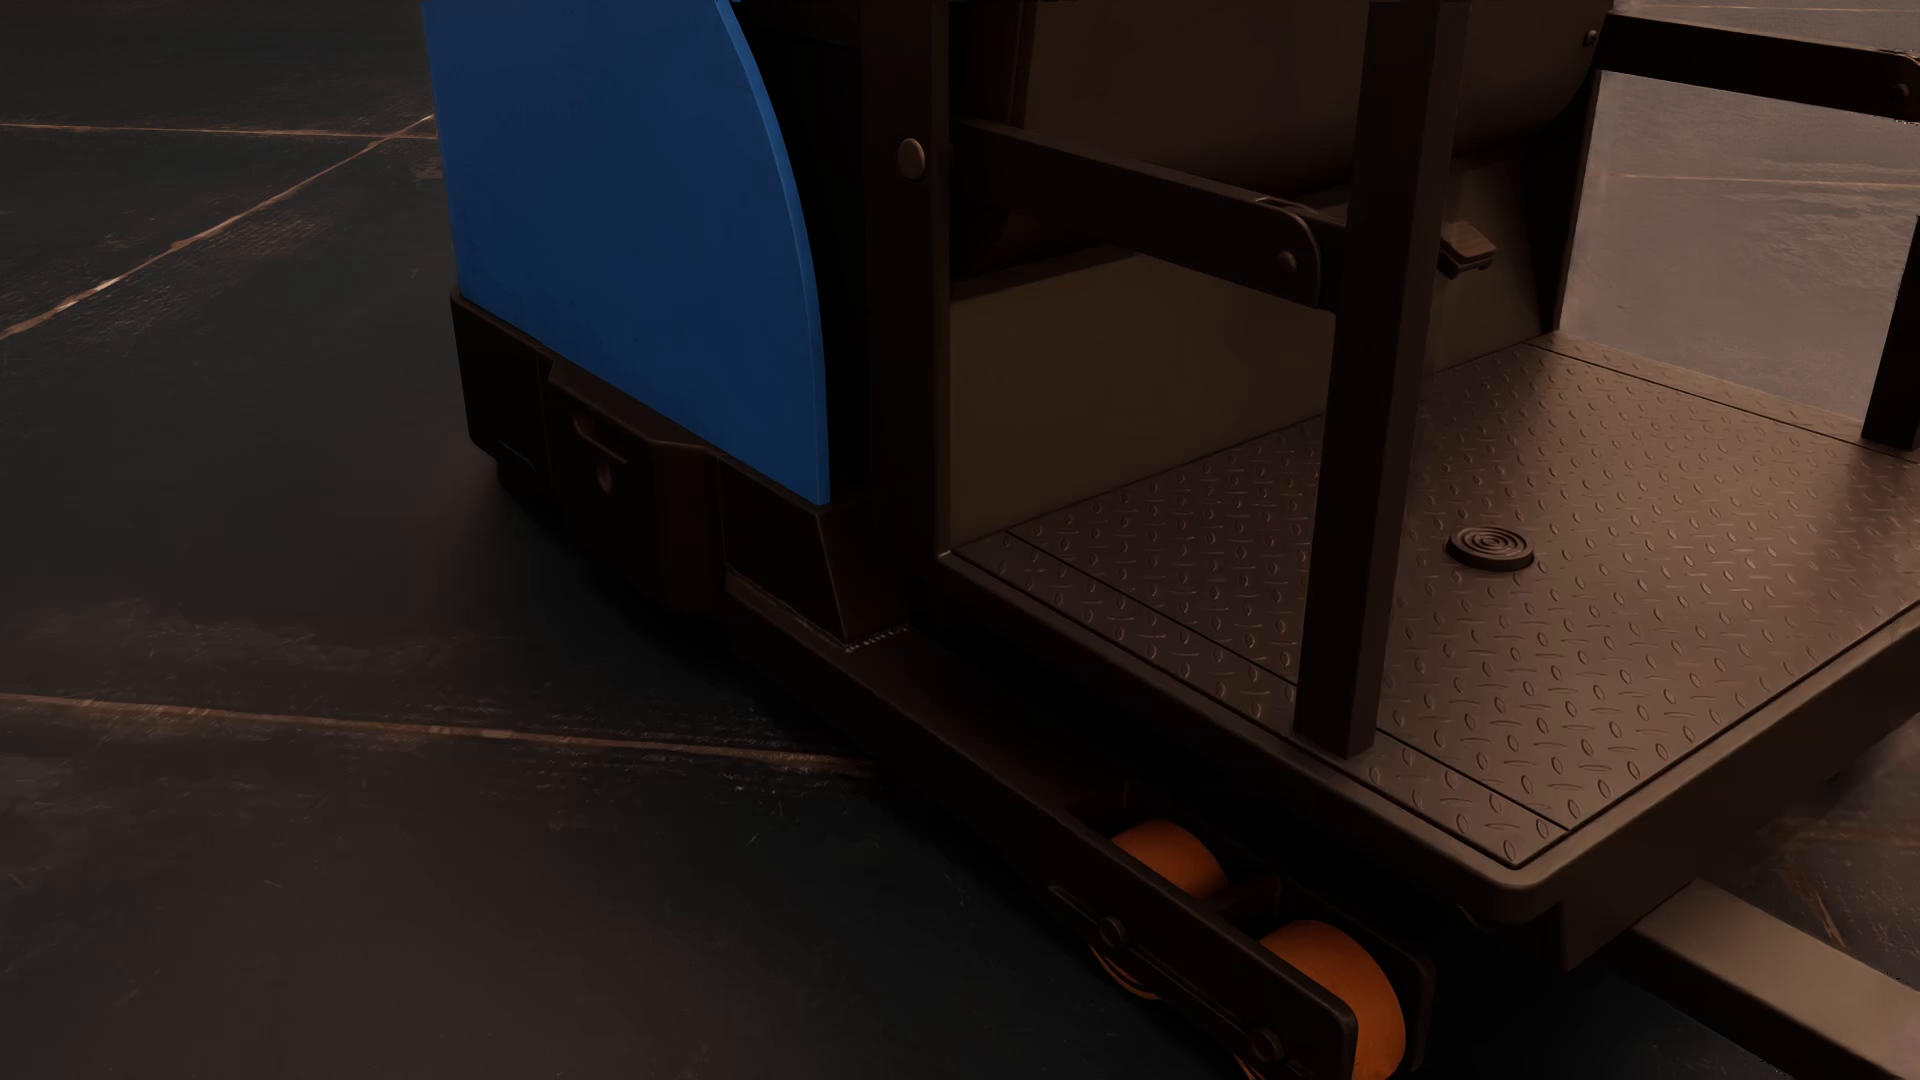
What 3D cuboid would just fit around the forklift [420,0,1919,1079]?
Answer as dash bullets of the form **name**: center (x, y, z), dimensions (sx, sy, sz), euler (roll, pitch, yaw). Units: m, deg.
- **forklift**: center (0.523, -1.055, 1.332), dimensions (1.130, 2.935, 3.031), euler (-20, 33, -34)
